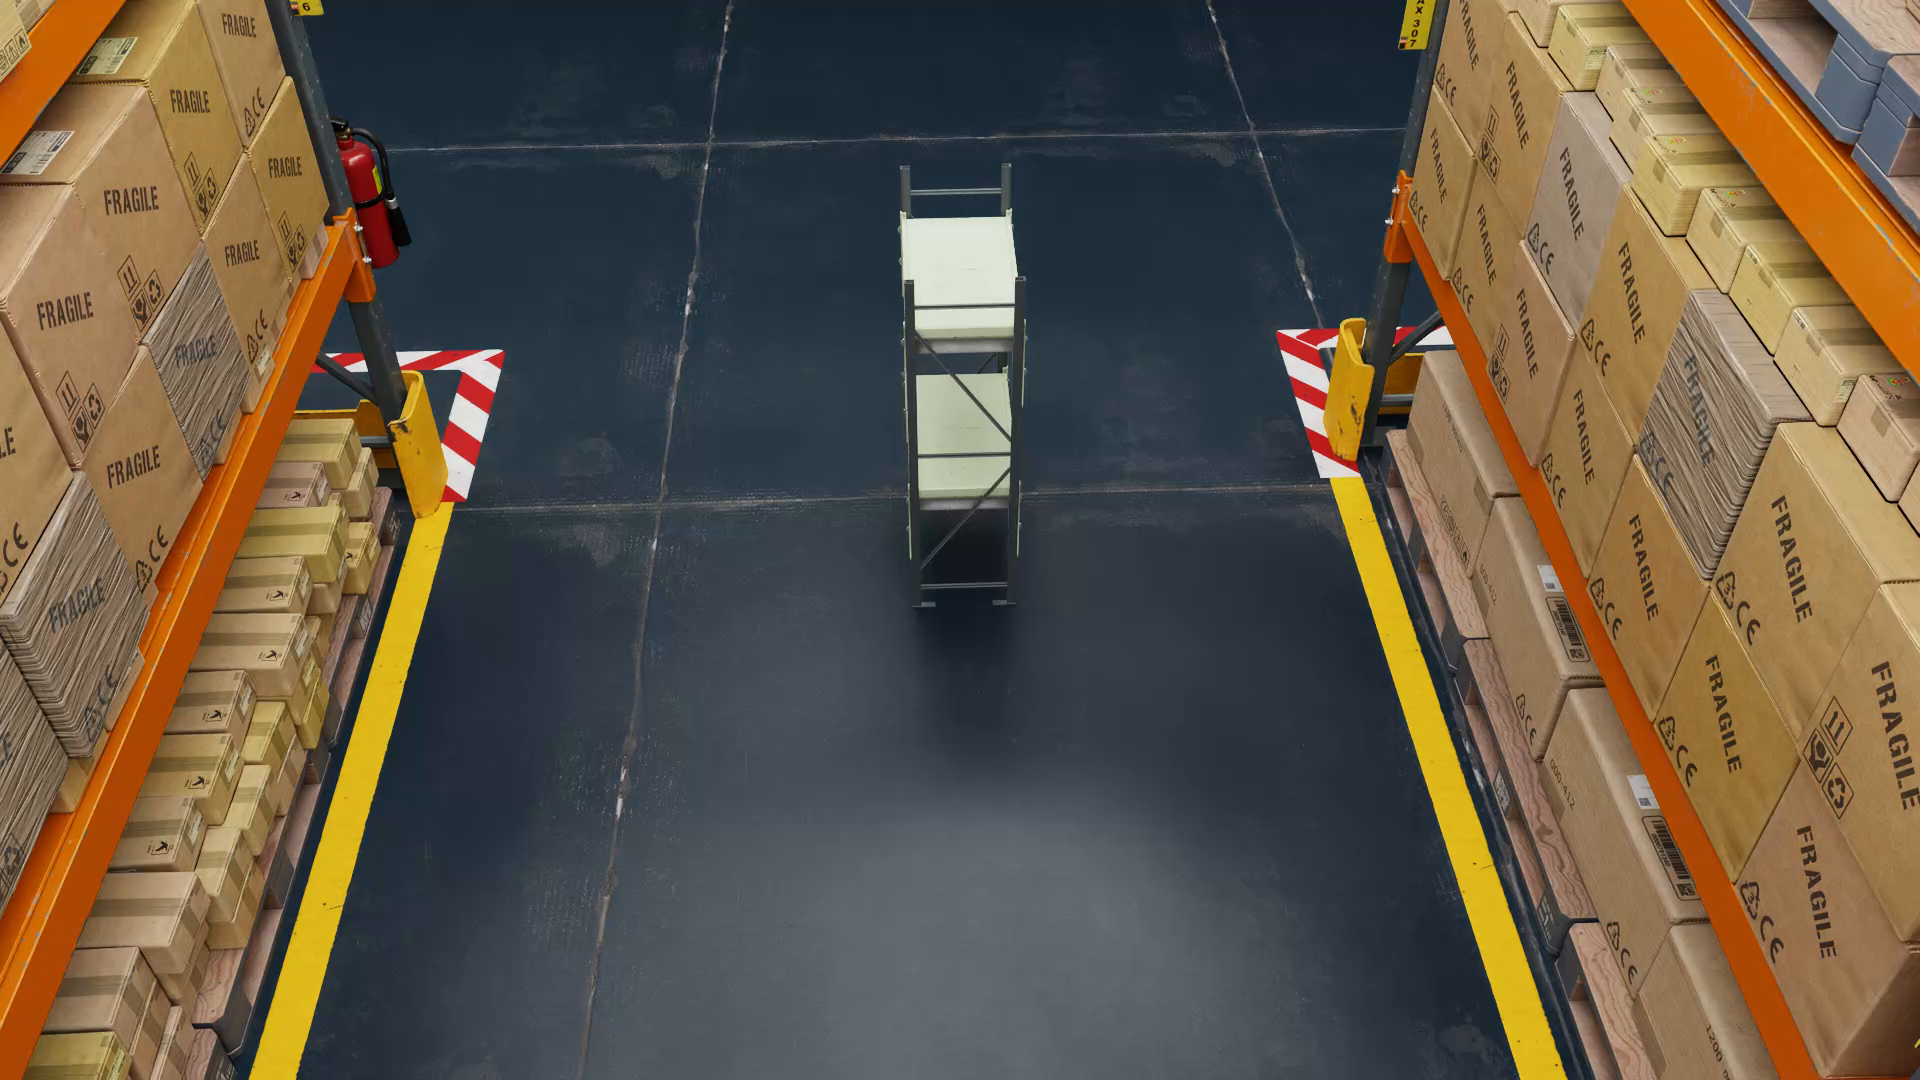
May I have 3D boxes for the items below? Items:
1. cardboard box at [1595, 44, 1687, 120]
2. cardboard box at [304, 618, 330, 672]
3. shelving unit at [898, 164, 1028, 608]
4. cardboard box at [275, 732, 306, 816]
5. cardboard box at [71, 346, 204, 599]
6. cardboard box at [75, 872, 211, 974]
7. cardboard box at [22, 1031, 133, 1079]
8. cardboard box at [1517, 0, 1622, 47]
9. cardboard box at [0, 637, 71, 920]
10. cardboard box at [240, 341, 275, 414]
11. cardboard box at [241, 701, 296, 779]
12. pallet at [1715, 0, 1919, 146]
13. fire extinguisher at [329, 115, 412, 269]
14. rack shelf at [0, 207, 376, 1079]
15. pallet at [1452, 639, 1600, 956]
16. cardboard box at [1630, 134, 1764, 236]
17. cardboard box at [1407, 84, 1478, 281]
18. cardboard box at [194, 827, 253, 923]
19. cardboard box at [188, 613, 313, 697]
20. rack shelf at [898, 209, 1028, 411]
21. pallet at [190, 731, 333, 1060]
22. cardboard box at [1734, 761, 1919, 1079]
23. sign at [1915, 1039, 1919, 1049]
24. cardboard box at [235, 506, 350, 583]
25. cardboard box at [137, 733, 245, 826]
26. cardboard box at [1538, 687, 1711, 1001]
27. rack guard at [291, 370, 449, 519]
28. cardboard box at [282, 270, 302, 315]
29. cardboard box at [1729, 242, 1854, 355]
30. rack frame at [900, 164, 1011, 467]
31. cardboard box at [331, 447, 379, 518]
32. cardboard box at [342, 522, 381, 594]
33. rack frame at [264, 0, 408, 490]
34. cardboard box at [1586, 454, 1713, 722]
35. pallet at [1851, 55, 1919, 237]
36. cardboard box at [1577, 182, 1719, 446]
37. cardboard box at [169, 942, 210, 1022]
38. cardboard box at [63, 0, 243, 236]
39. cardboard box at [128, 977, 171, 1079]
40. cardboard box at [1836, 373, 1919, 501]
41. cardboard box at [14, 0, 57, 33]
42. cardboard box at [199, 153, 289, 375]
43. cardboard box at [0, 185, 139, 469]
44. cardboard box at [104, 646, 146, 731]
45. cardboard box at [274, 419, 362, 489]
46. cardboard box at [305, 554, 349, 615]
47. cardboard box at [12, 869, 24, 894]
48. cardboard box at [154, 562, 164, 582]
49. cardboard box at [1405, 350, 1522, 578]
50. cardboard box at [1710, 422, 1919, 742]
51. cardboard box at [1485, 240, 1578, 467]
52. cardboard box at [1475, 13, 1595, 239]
[{"bbox_3d":[1.998,-1.248,4.597,0.380,0.149,0.250,-1,43,-1],"label":"cardboard box"},{"bbox_3d":[-2.462,0.416,5.875,0.380,0.149,0.250,-1,43,-1],"label":"cardboard box"},{"bbox_3d":[0.000,-0.548,6.238,0.431,1.500,0.755,-2,43,-2],"label":"shelving unit"},{"bbox_3d":[-2.397,0.772,5.487,0.380,0.149,0.250,-1,43,-1],"label":"cardboard box"},{"bbox_3d":[-2.419,-0.171,4.422,0.500,0.500,0.500,0,43,0],"label":"cardboard box"},{"bbox_3d":[-2.367,1.085,4.705,0.380,0.149,0.250,-1,43,-1],"label":"cardboard box"},{"bbox_3d":[-2.404,1.434,4.324,0.380,0.149,0.250,-2,43,-2],"label":"cardboard box"},{"bbox_3d":[1.905,-1.601,4.983,0.380,0.149,0.250,0,43,0],"label":"cardboard box"},{"bbox_3d":[-2.381,0.531,3.656,0.500,0.500,0.500,-2,43,-2],"label":"cardboard box"},{"bbox_3d":[-2.425,-0.533,5.298,0.380,0.149,0.250,-1,43,-1],"label":"cardboard box"},{"bbox_3d":[-2.395,0.661,5.388,0.380,0.149,0.250,0,43,0],"label":"cardboard box"},{"bbox_3d":[2.284,-1.304,3.799,1.003,0.211,1.213,-2,43,-2],"label":"pallet"},{"bbox_3d":[-2.303,-1.365,6.352,0.296,0.674,0.183,-2,43,-2],"label":"fire extinguisher"},{"bbox_3d":[-2.669,0.268,4.770,1.077,0.370,4.000,-2,43,-2],"label":"rack shelf"},{"bbox_3d":[2.349,0.830,5.689,1.003,0.211,1.213,-2,43,-2],"label":"pallet"},{"bbox_3d":[1.950,-0.906,4.225,0.380,0.149,0.250,-3,43,-3],"label":"cardboard box"},{"bbox_3d":[1.921,-1.262,5.833,0.500,0.500,0.500,-2,43,-2],"label":"cardboard box"},{"bbox_3d":[-2.370,1.013,5.004,0.380,0.149,0.250,-2,43,-2],"label":"cardboard box"},{"bbox_3d":[-2.372,0.379,5.476,0.380,0.149,0.250,0,43,0],"label":"cardboard box"},{"bbox_3d":[0.000,-0.836,5.975,0.431,0.370,0.720,-2,43,-2],"label":"rack shelf"},{"bbox_3d":[-2.703,1.103,5.390,1.003,0.211,1.213,-2,43,-2],"label":"pallet"},{"bbox_3d":[2.082,0.800,3.583,0.500,0.500,0.500,-1,43,-1],"label":"cardboard box"},{"bbox_3d":[1.803,0.812,2.945,0.100,0.325,0.005,-2,43,-2],"label":"sign"},{"bbox_3d":[-2.387,0.022,5.865,0.380,0.149,0.250,-3,43,-3],"label":"cardboard box"},{"bbox_3d":[-2.432,0.736,5.086,0.380,0.149,0.250,-1,43,-2],"label":"cardboard box"},{"bbox_3d":[2.399,0.901,5.132,0.875,0.438,0.875,-3,43,-3],"label":"cardboard box"},{"bbox_3d":[-2.750,-0.374,6.789,1.175,0.500,0.348,-2,43,-2],"label":"rack guard"},{"bbox_3d":[-2.484,-0.874,5.669,0.380,0.149,0.250,-2,43,-2],"label":"cardboard box"},{"bbox_3d":[2.035,-0.565,3.853,0.380,0.149,0.250,-2,43,-3],"label":"cardboard box"},{"bbox_3d":[-0.015,-0.795,6.508,0.400,1.500,0.023,-2,43,-2],"label":"rack frame"},{"bbox_3d":[-2.446,-0.213,6.341,0.380,0.149,0.250,-3,43,-3],"label":"cardboard box"},{"bbox_3d":[-2.411,0.069,6.254,0.380,0.149,0.250,0,43,0],"label":"cardboard box"},{"bbox_3d":[-2.754,-1.347,6.000,1.000,3.000,0.127,-2,43,-2],"label":"rack frame"},{"bbox_3d":[2.019,0.114,4.332,0.500,0.500,0.500,-2,43,-2],"label":"cardboard box"},{"bbox_3d":[2.333,-0.483,2.903,1.003,0.211,1.213,-2,43,-2],"label":"pallet"},{"bbox_3d":[2.004,-0.598,4.369,0.500,0.500,0.500,-1,43,-2],"label":"cardboard box"},{"bbox_3d":[-2.459,1.298,4.913,0.380,0.149,0.250,-3,43,-4],"label":"cardboard box"},{"bbox_3d":[-2.464,-1.218,4.825,0.500,0.500,0.500,-3,43,-3],"label":"cardboard box"},{"bbox_3d":[-2.435,1.372,4.613,0.380,0.149,0.250,-4,43,-4],"label":"cardboard box"},{"bbox_3d":[2.094,-0.221,3.477,0.380,0.149,0.250,-2,43,-2],"label":"cardboard box"},{"bbox_3d":[-2.433,-1.419,3.969,0.500,0.250,0.500,0,43,0],"label":"cardboard box"},{"bbox_3d":[-2.461,-0.850,5.163,0.500,0.500,0.500,-2,43,-2],"label":"cardboard box"},{"bbox_3d":[-2.408,-0.511,4.053,0.500,0.500,0.500,-3,43,-3],"label":"cardboard box"},{"bbox_3d":[-2.373,0.357,4.326,0.380,0.149,0.250,0,43,0],"label":"cardboard box"},{"bbox_3d":[-2.478,-0.320,6.238,0.380,0.149,0.250,-1,43,-1],"label":"cardboard box"},{"bbox_3d":[-2.422,0.138,5.958,0.380,0.149,0.250,-3,43,-4],"label":"cardboard box"},{"bbox_3d":[-2.424,0.711,3.941,0.380,0.149,0.250,-3,43,-4],"label":"cardboard box"},{"bbox_3d":[-2.463,0.008,4.707,0.380,0.149,0.250,-1,43,-1],"label":"cardboard box"},{"bbox_3d":[2.316,-0.325,6.470,0.875,0.438,0.875,-3,43,-3],"label":"cardboard box"},{"bbox_3d":[2.048,0.084,3.624,0.500,0.500,0.500,-2,43,-2],"label":"cardboard box"},{"bbox_3d":[1.974,-0.577,5.086,0.500,0.500,0.500,-2,43,-2],"label":"cardboard box"},{"bbox_3d":[1.952,-1.282,5.115,0.500,0.500,0.500,-3,43,-3],"label":"cardboard box"}]
